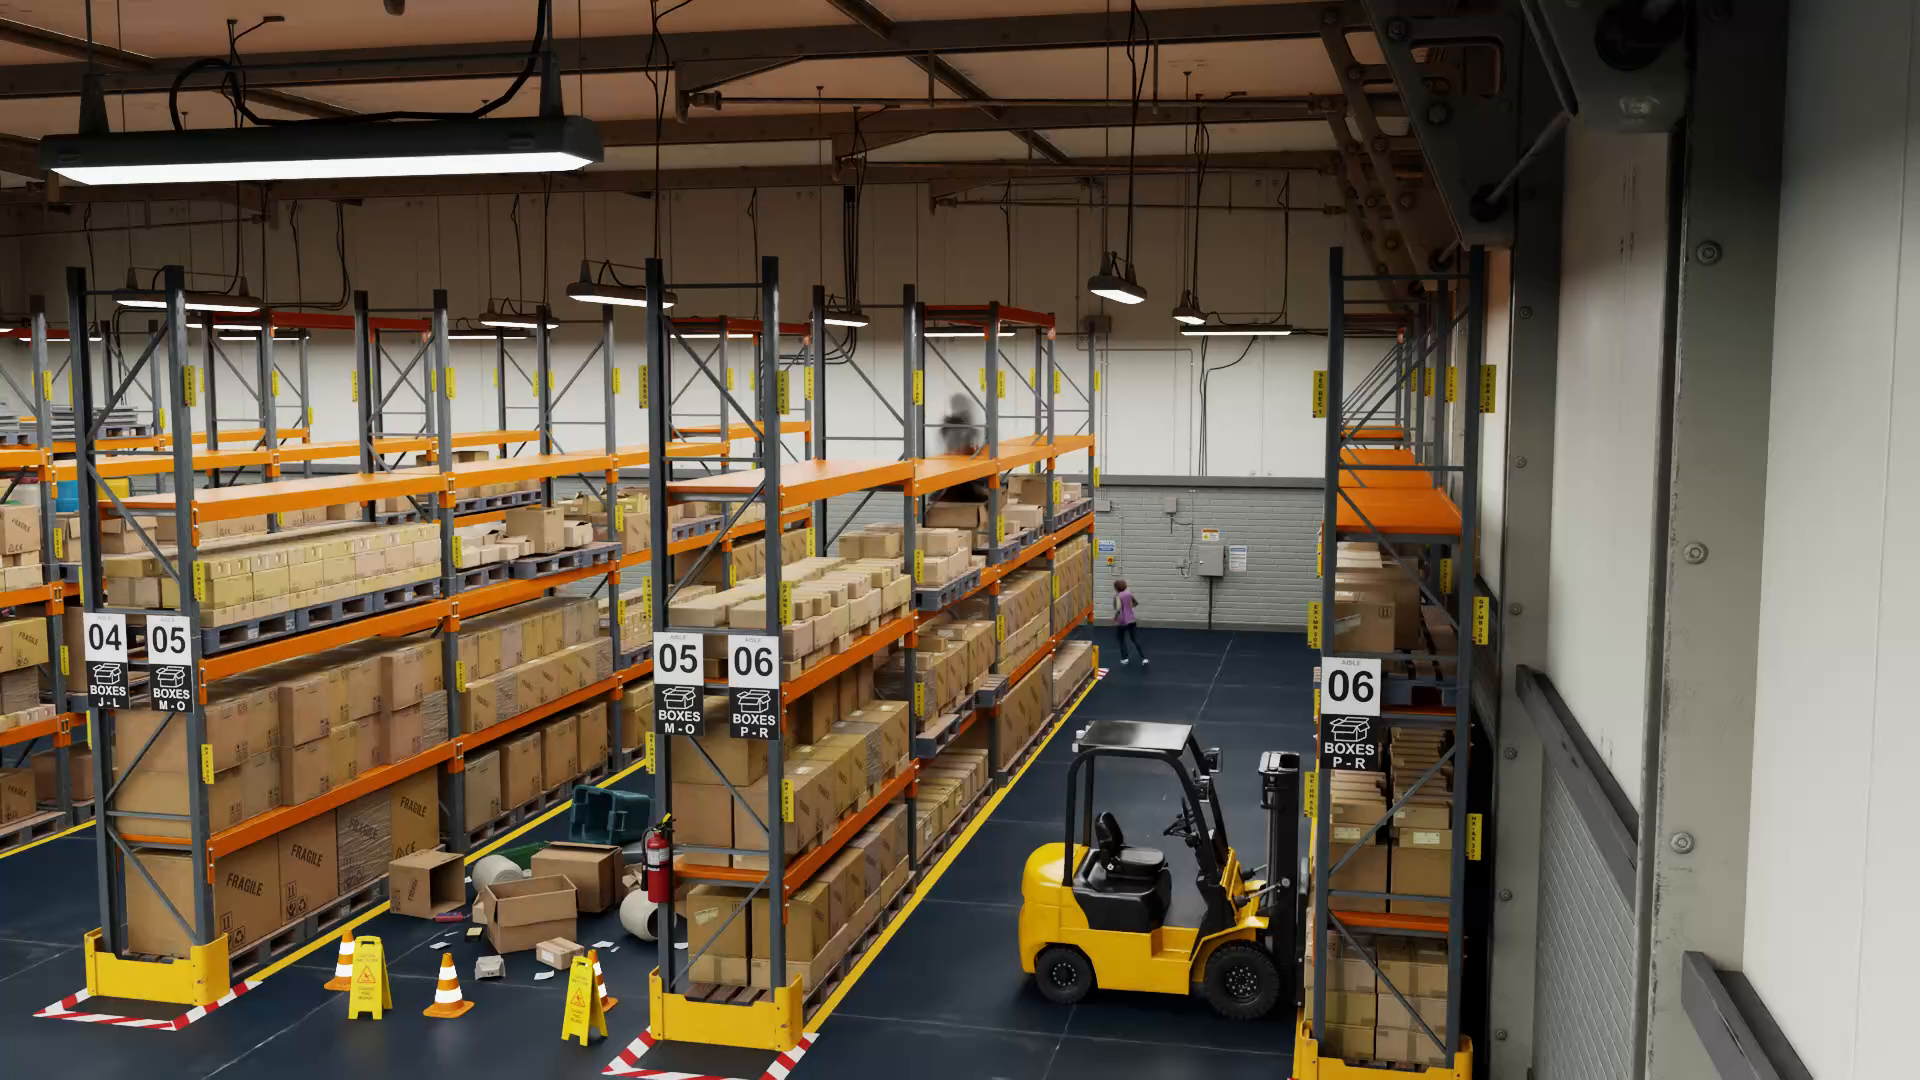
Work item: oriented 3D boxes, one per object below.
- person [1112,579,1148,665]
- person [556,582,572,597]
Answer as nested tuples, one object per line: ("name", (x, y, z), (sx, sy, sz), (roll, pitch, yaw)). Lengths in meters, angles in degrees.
("person", (2.877, 1.451, 29.022), (0.686, 1.564, 0.727), (-4, 7, -34))
("person", (-7.711, 1.117, 31.970), (0.680, 1.644, 0.595), (4, 7, 35))
